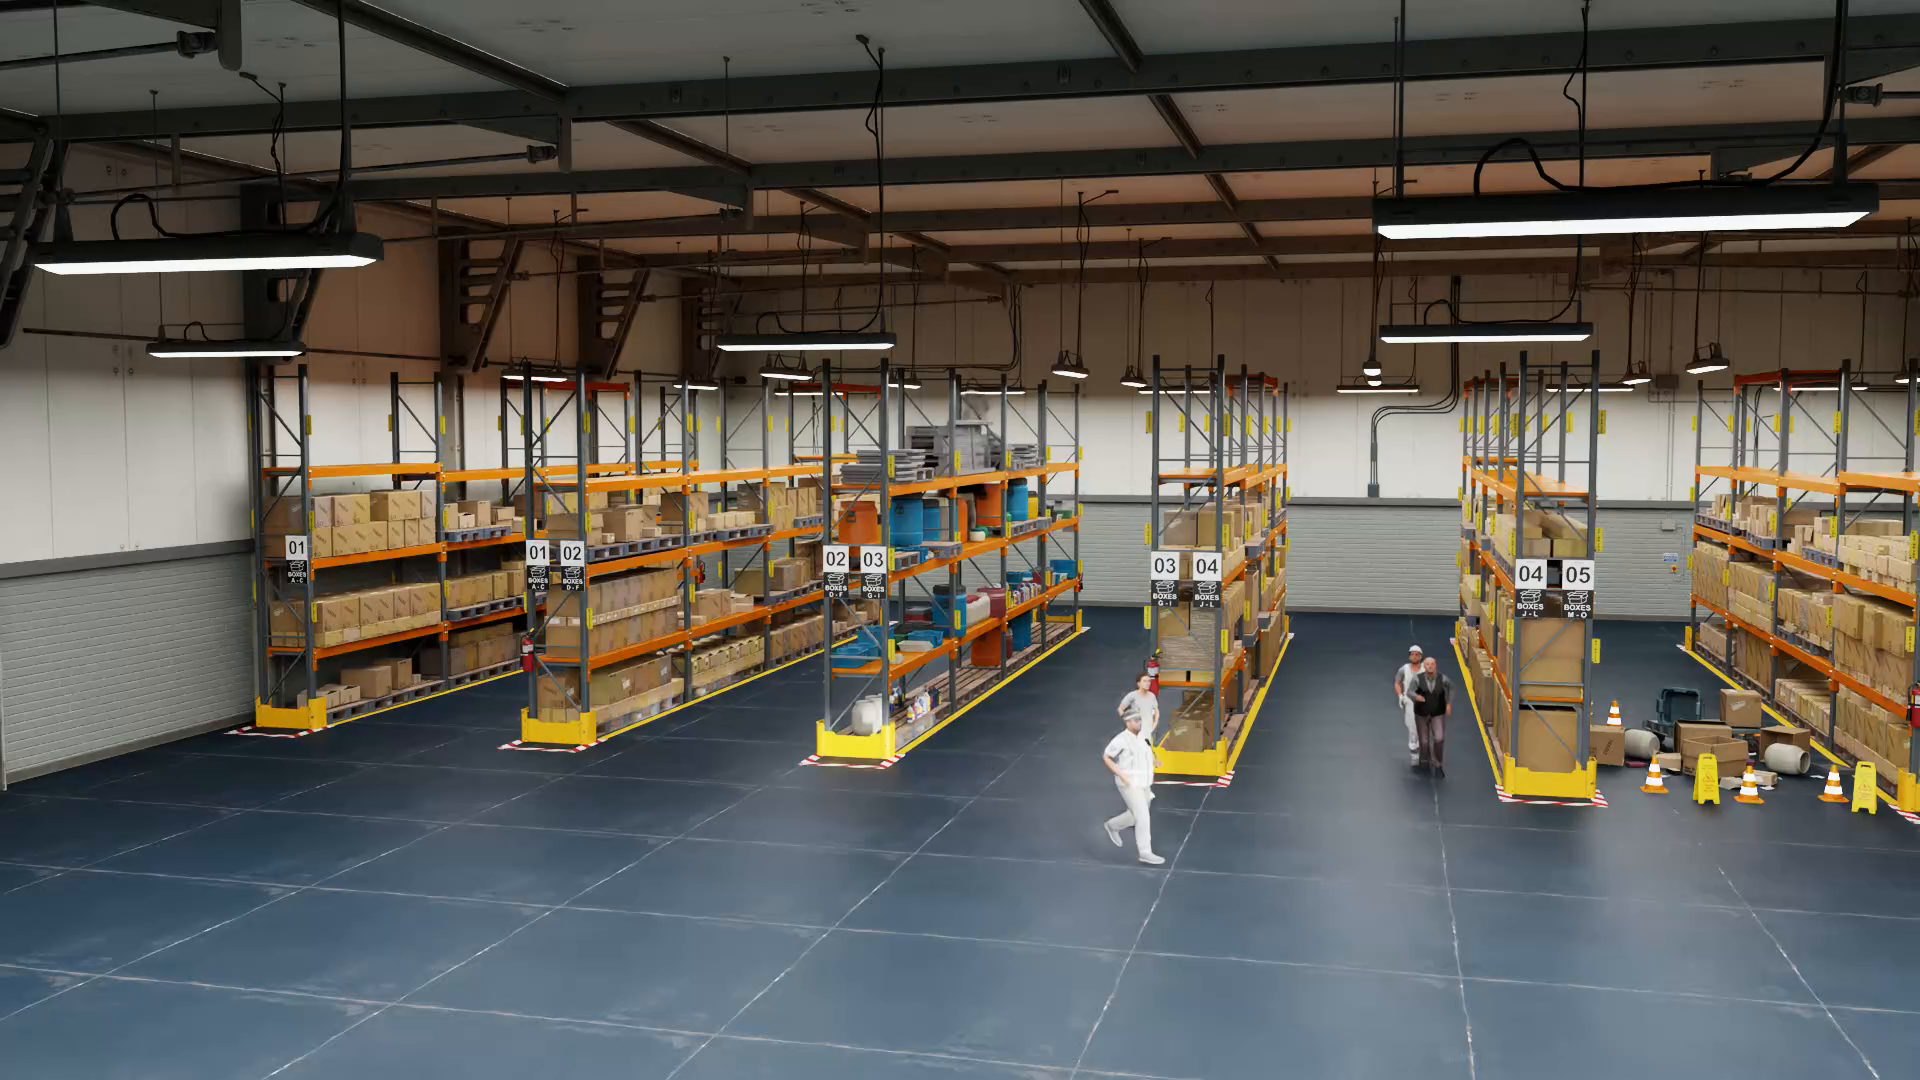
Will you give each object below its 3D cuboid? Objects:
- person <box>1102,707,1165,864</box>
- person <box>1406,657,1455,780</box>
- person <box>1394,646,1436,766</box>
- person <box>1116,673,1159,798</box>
[{"bbox_3d":[1.993,2.793,19.170,0.921,1.752,0.674,3,5,40],"label":"person"},{"bbox_3d":[6.707,2.524,23.721,0.676,1.733,0.804,1,4,16],"label":"person"},{"bbox_3d":[6.763,2.436,24.634,0.651,1.758,0.635,1,4,15],"label":"person"},{"bbox_3d":[2.445,2.629,22.703,0.620,1.661,0.844,-2,5,-32],"label":"person"}]
